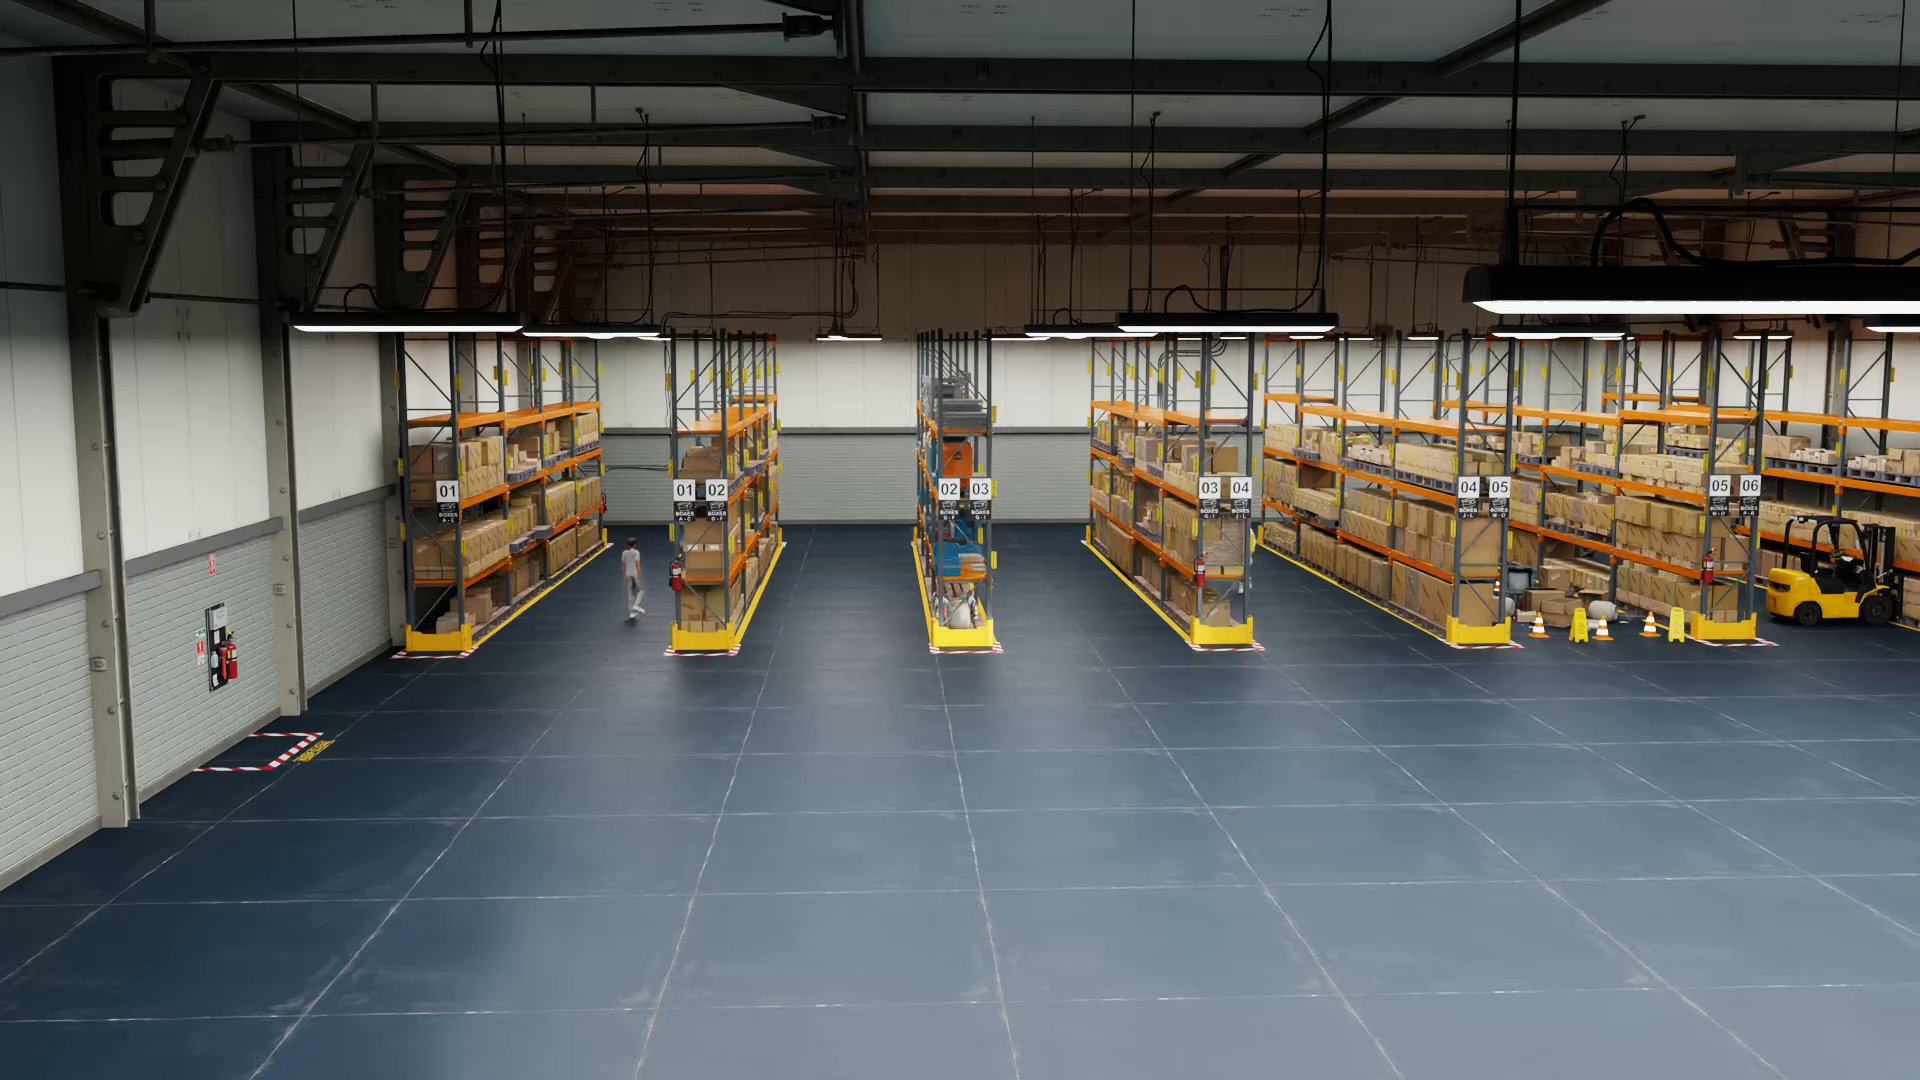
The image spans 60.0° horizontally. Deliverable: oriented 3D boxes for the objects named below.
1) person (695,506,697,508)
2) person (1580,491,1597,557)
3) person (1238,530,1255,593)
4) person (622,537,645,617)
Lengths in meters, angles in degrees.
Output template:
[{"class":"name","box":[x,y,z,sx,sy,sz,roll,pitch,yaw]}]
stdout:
[{"class":"person","box":[-7.562,-0.690,46.944,0.485,1.785,0.597,-6,9,-41]},{"class":"person","box":[16.905,-0.425,44.628,0.610,1.771,0.490,-4,8,-32]},{"class":"person","box":[6.524,0.322,38.537,0.631,1.754,0.723,2,7,13]},{"class":"person","box":[-6.874,0.779,34.944,0.507,1.659,0.476,1,7,6]}]
